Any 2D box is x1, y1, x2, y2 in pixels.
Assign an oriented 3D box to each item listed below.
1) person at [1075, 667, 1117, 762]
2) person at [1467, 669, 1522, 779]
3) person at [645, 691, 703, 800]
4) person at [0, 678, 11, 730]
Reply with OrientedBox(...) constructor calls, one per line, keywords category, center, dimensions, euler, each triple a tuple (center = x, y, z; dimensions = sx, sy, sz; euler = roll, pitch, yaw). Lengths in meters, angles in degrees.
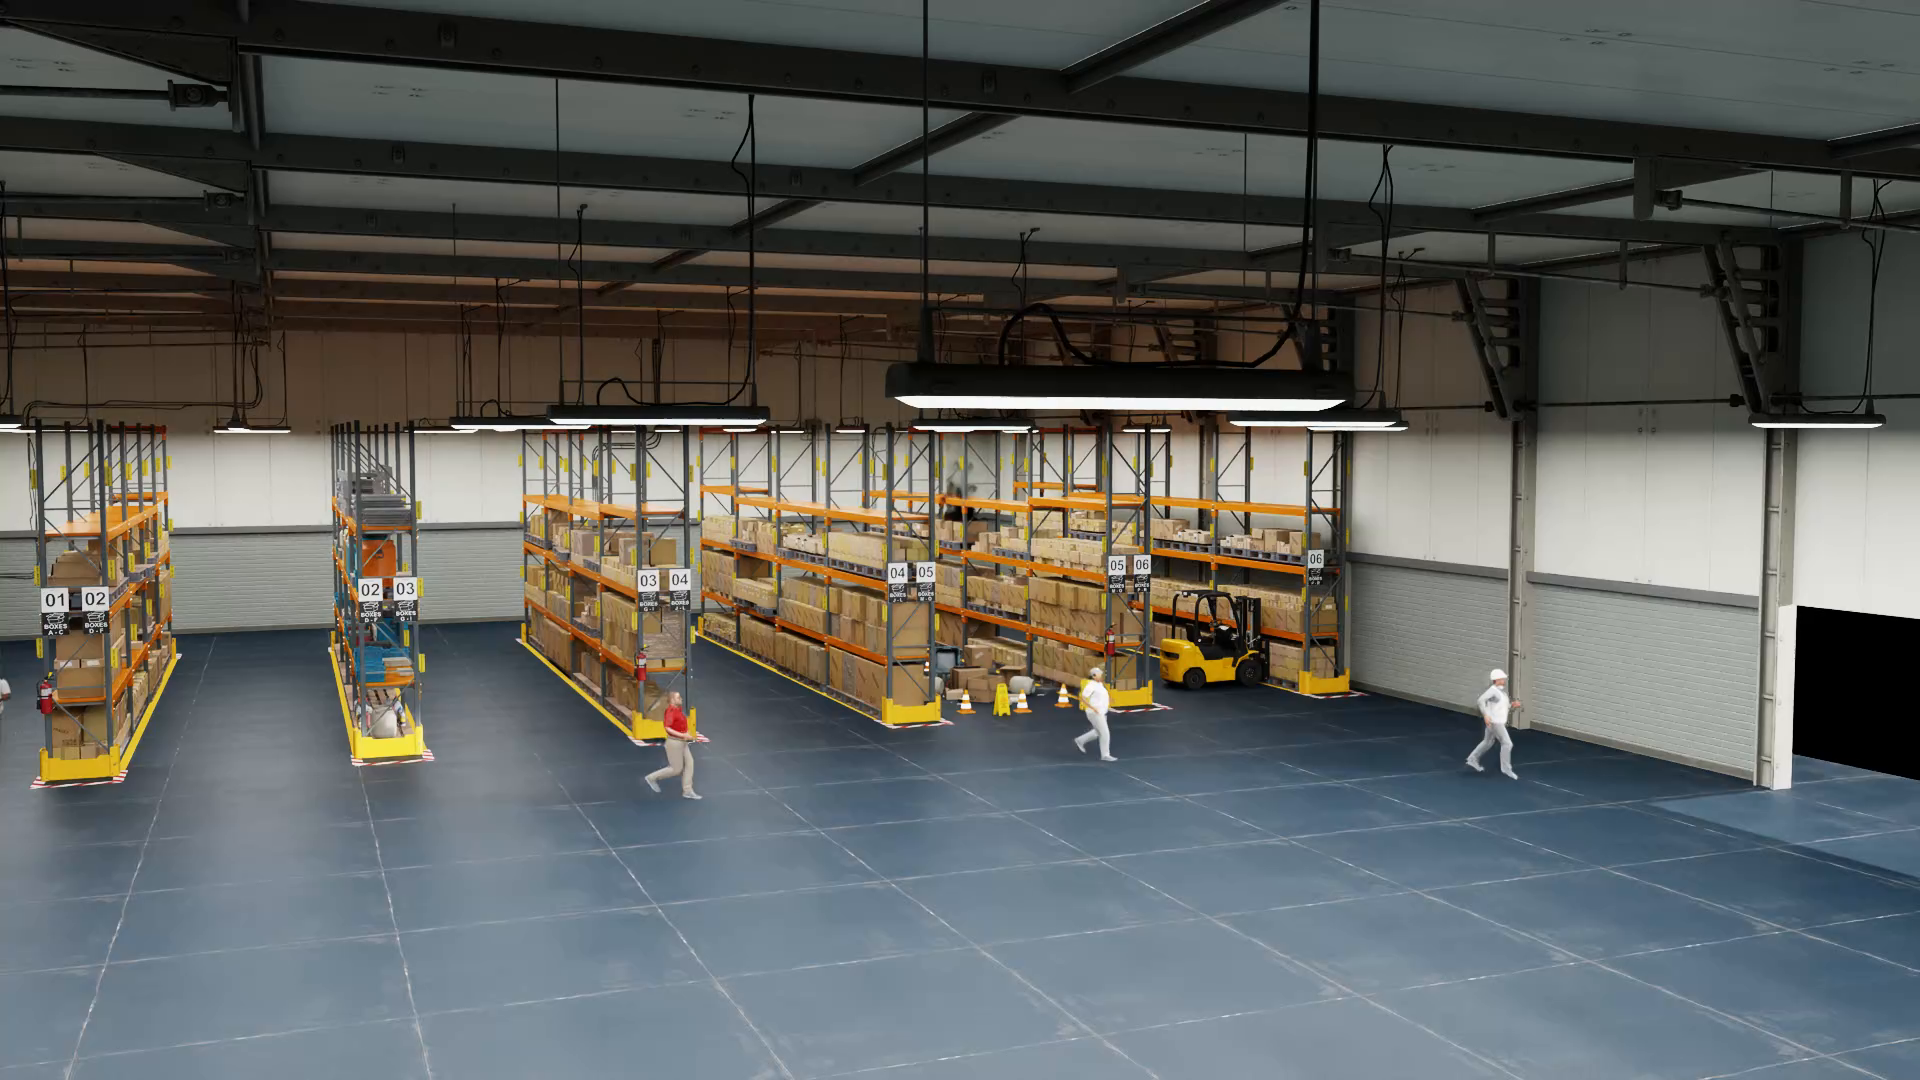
OrientedBox(category="person", center=(2.409, 3.067, 29.367), dimensions=(0.801, 1.636, 0.621), euler=(2, 4, 24))
OrientedBox(category="person", center=(8.985, 3.078, 27.956), dimensions=(0.863, 1.824, 0.627), euler=(1, 4, 23))
OrientedBox(category="person", center=(-4.503, 3.247, 26.224), dimensions=(0.872, 1.725, 0.672), euler=(0, 4, 2))
OrientedBox(category="person", center=(-16.871, 3.037, 28.893), dimensions=(0.672, 1.831, 0.770), euler=(-2, 4, -35))
